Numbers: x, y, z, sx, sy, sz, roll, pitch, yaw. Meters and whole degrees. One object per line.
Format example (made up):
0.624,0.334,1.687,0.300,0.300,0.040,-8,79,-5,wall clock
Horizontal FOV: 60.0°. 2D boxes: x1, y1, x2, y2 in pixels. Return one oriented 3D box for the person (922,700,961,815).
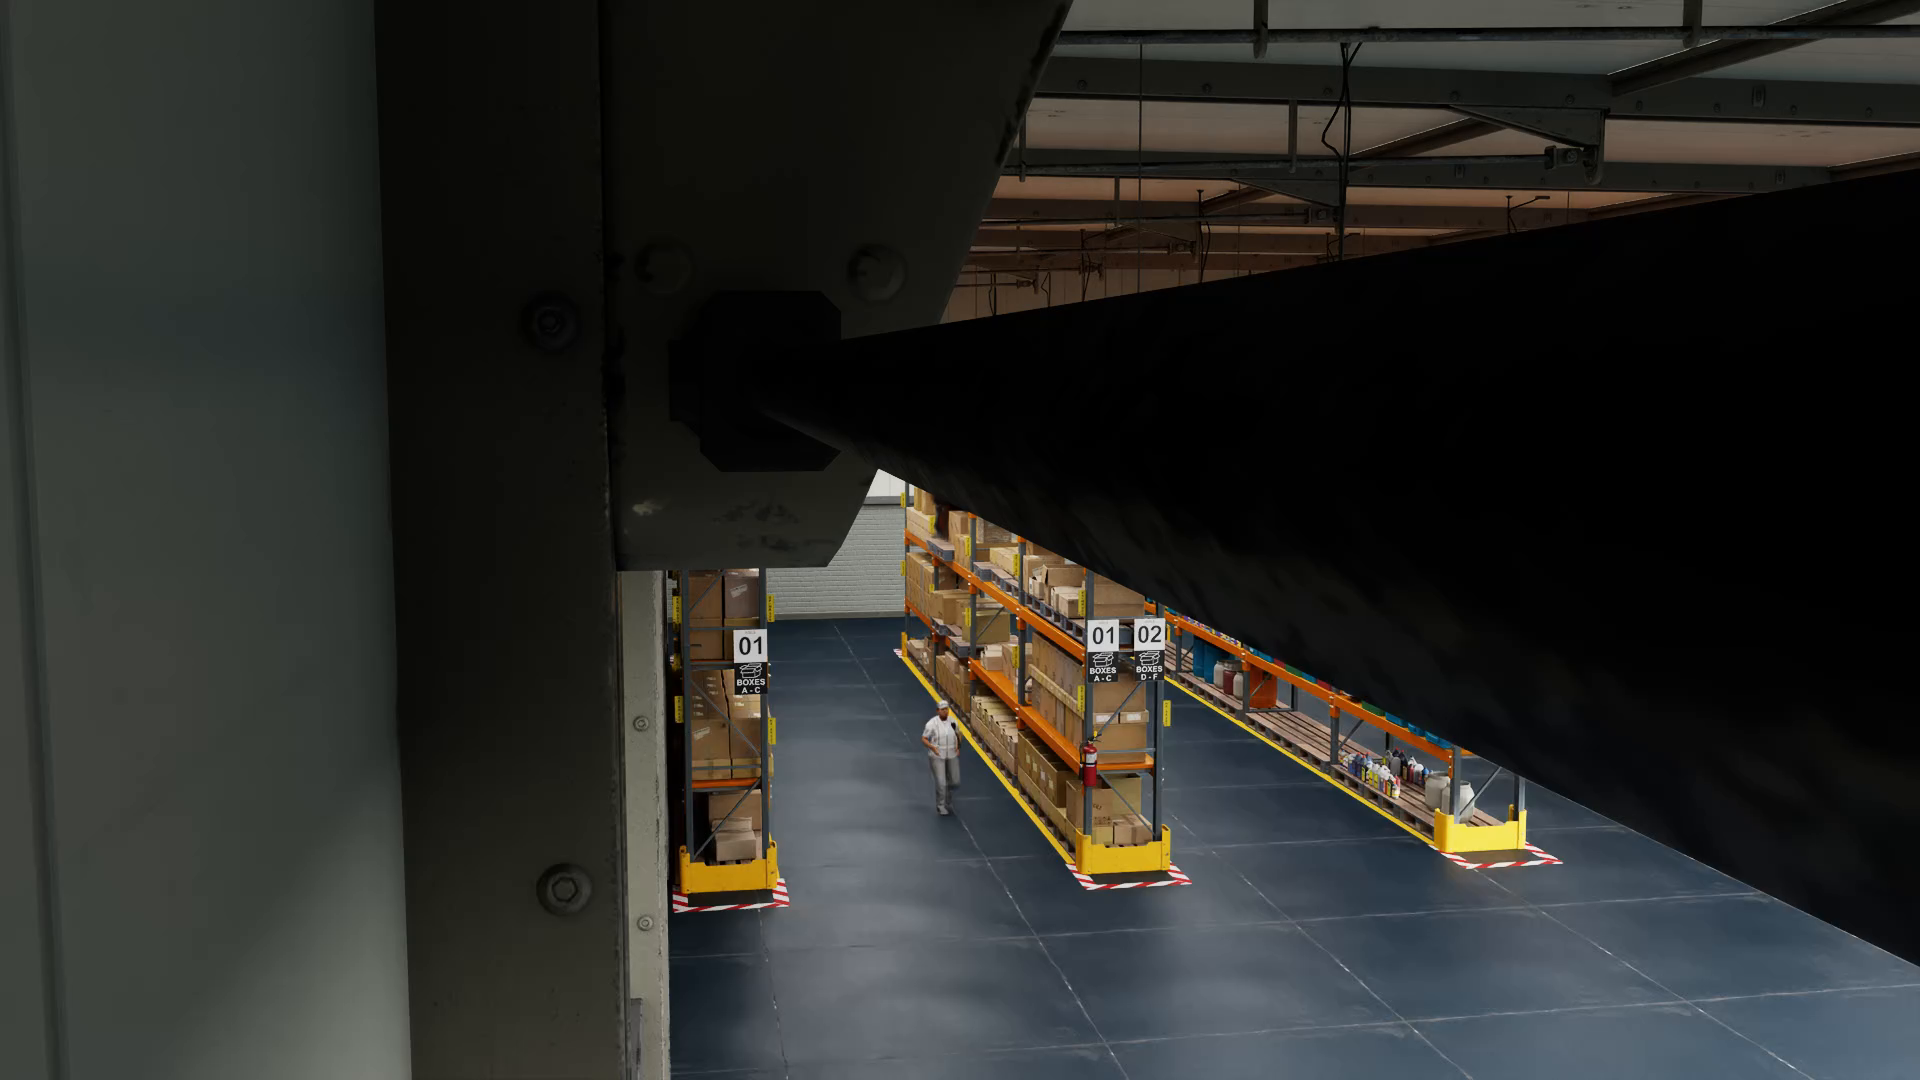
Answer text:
-0.230,3.079,23.620,0.603,1.617,0.551,-2,6,-18,person
